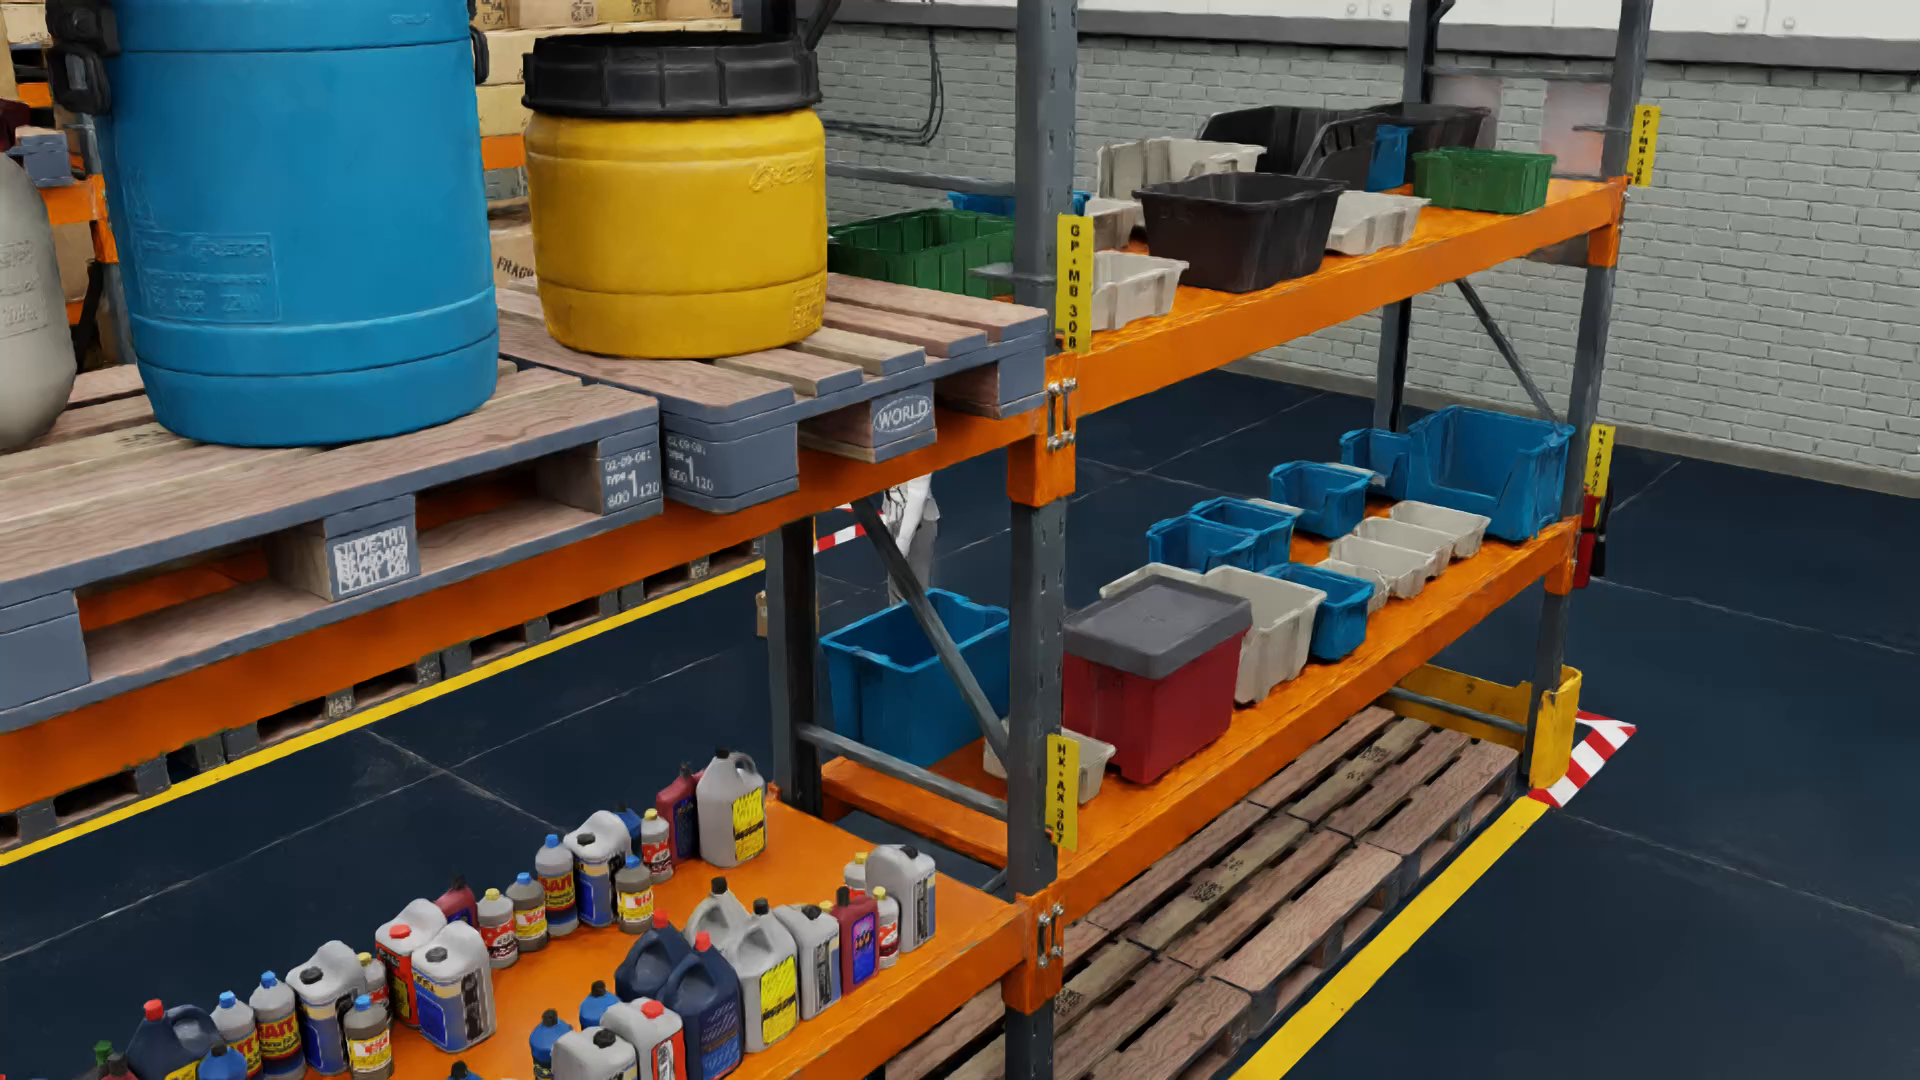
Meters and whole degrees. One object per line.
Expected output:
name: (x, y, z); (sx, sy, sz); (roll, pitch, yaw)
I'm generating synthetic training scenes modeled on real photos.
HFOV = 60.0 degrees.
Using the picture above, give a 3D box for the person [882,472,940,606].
person: (-0.227, -0.086, 8.783); (0.602, 1.676, 0.539); (-4, 21, -11)
